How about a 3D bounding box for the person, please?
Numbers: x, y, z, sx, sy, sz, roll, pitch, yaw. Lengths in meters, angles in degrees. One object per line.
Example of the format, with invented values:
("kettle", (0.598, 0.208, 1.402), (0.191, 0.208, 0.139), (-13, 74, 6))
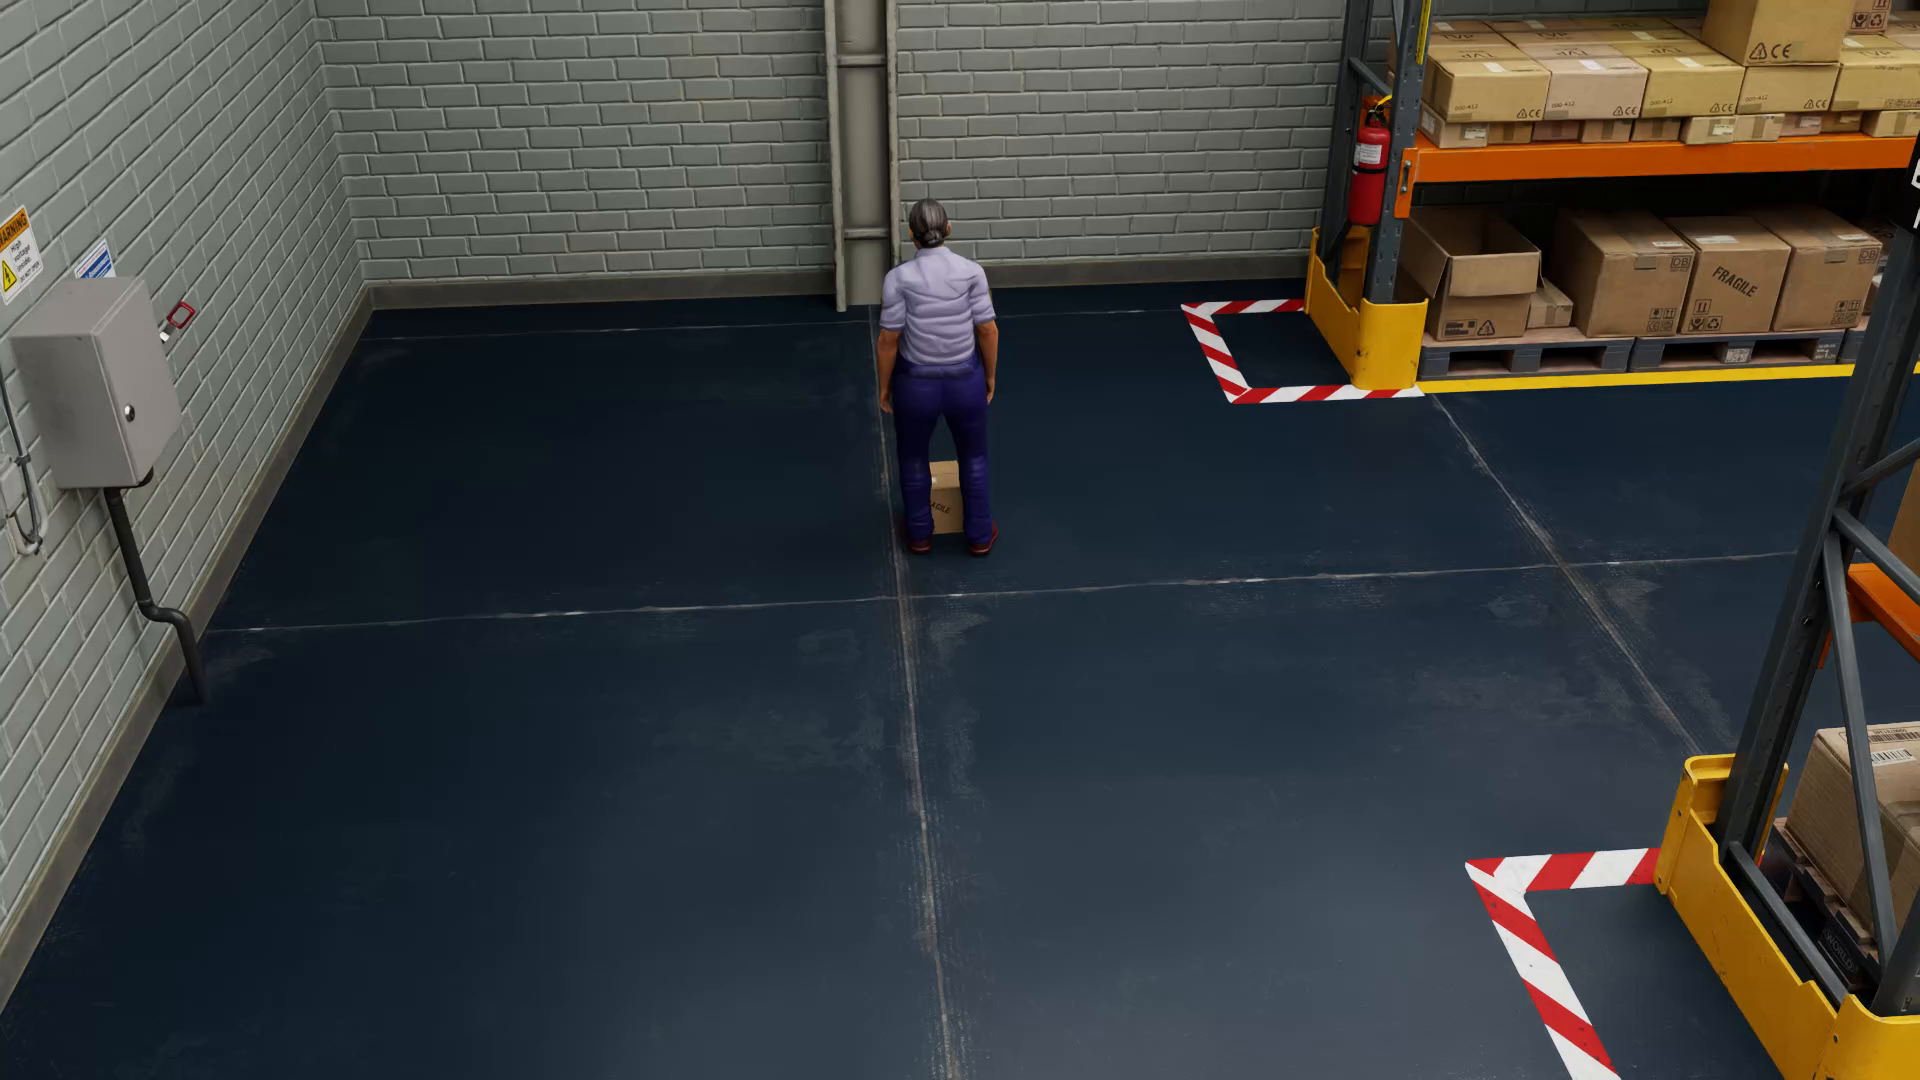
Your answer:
("person", (-0.088, -0.686, 7.271), (0.557, 1.651, 0.425), (-5, 32, -7))
